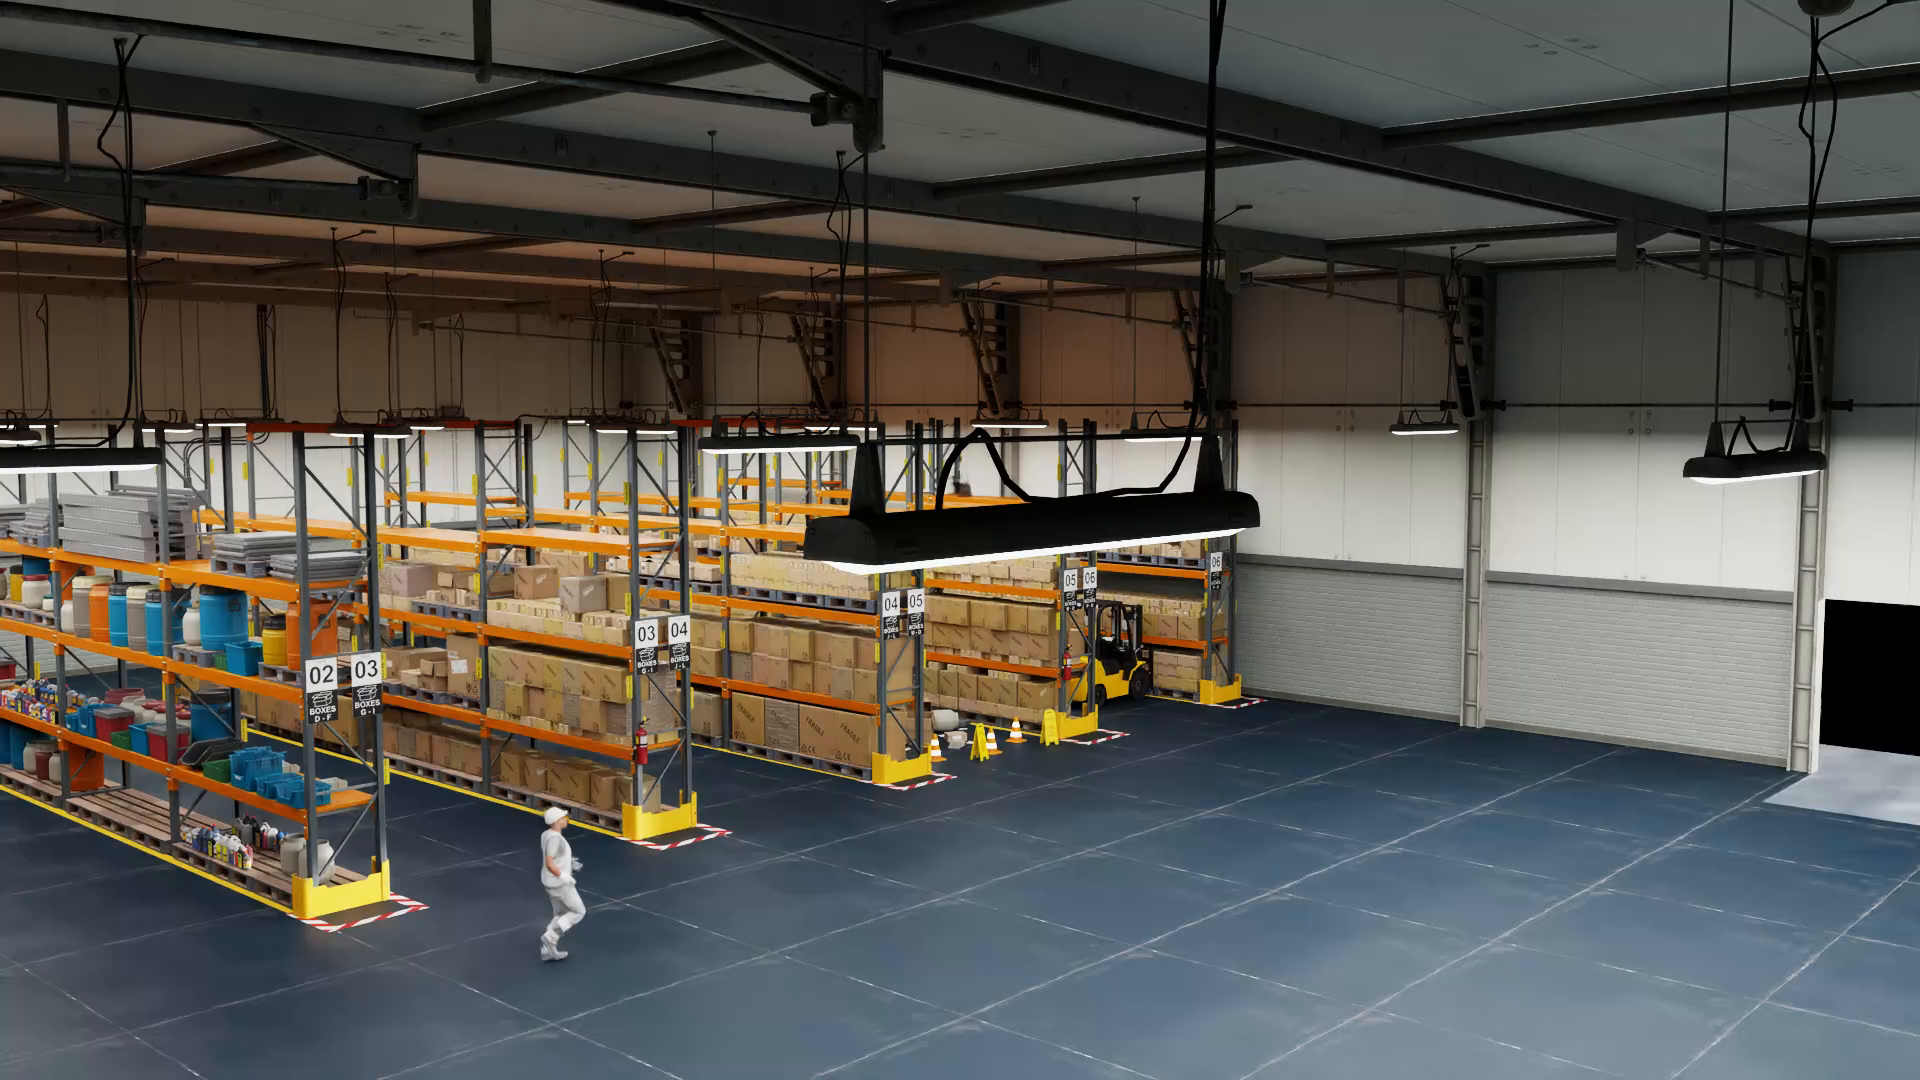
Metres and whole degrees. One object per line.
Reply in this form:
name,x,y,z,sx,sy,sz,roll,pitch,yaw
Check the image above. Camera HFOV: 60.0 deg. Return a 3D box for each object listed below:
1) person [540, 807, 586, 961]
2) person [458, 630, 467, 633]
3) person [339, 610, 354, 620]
person,-4.534,3.900,18.953,0.570,1.739,0.634,-2,5,-27
person,-10.327,2.675,34.466,0.887,1.696,0.518,4,6,43
person,-14.064,2.374,38.097,0.681,1.716,0.658,-1,5,-9
